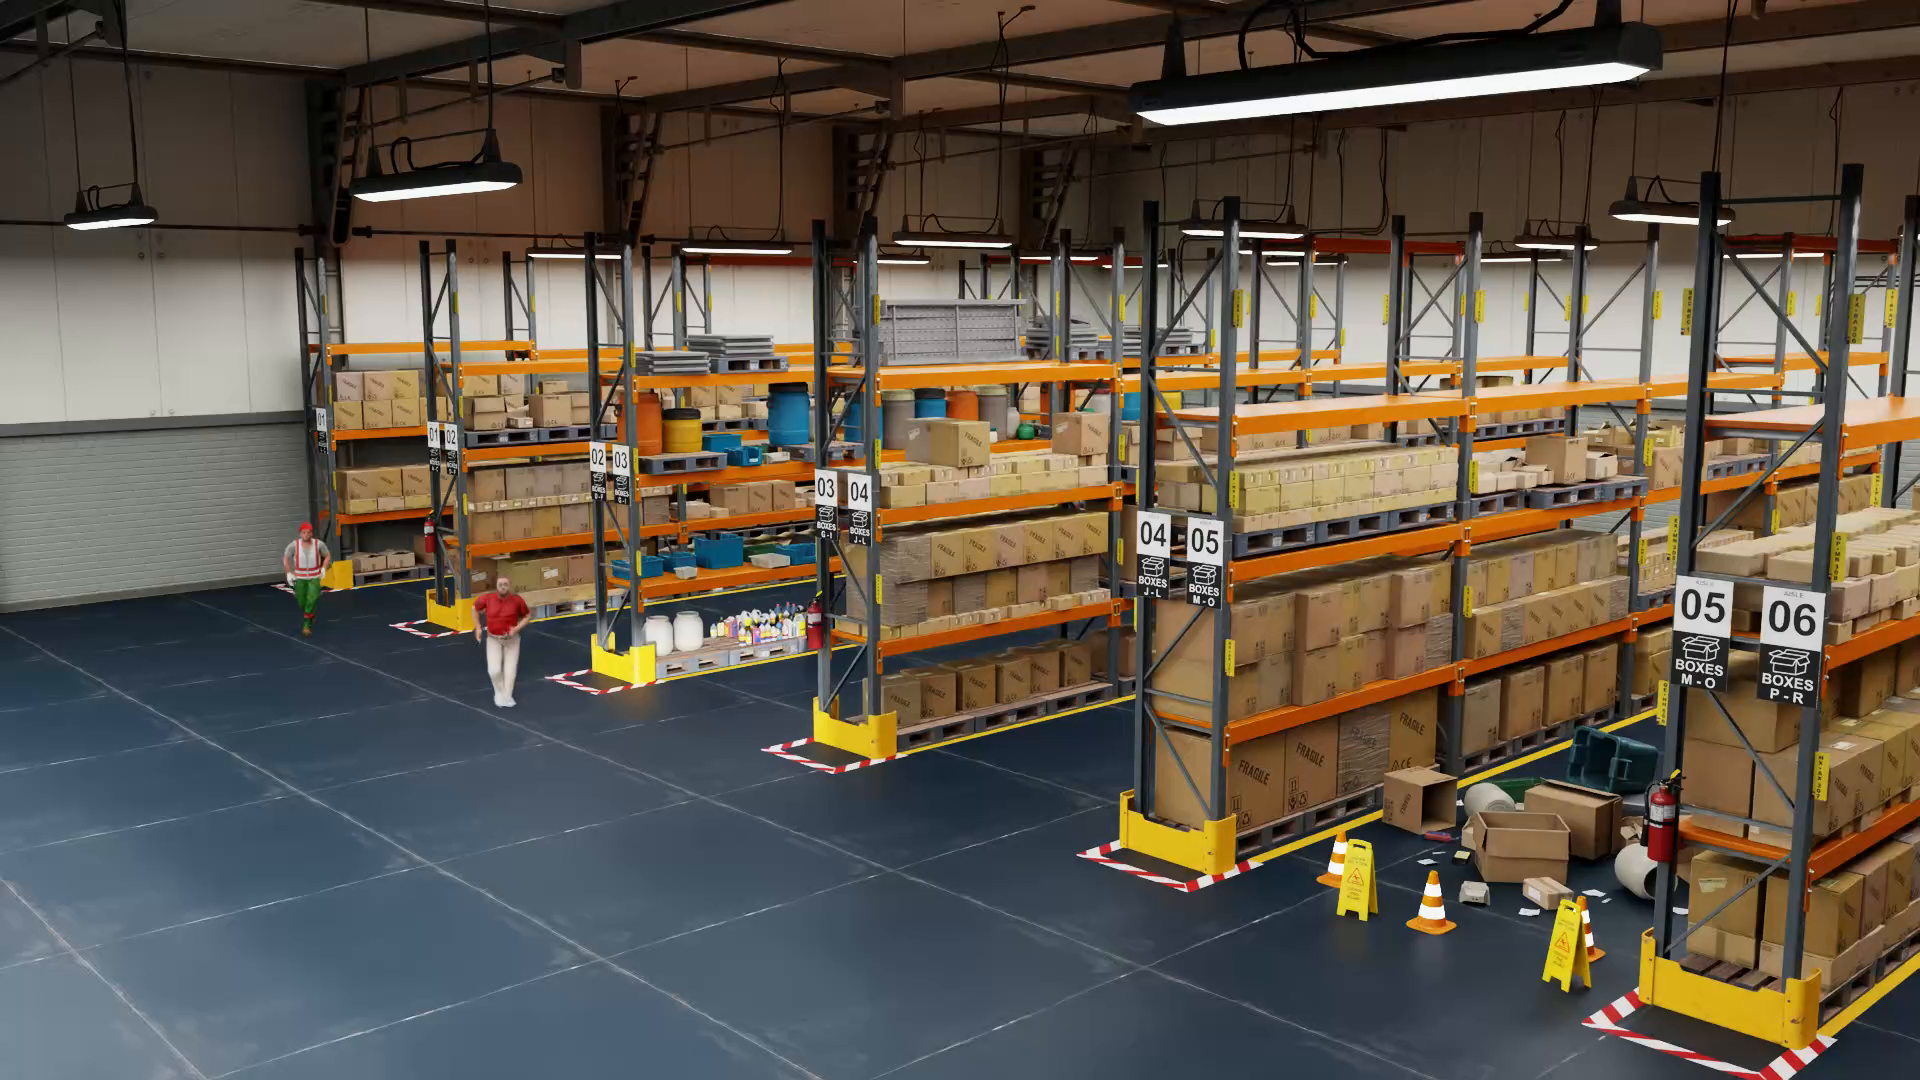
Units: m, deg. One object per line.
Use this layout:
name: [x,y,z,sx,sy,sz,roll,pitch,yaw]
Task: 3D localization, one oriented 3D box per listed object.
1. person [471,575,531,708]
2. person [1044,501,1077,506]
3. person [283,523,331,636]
person: [-5.752,1.279,20.875,0.721,1.702,0.600,-2,9,-13]
person: [1.895,-0.393,32.179,0.599,1.731,0.837,7,11,39]
person: [-10.060,0.570,25.664,0.674,1.734,0.723,-3,9,-21]
